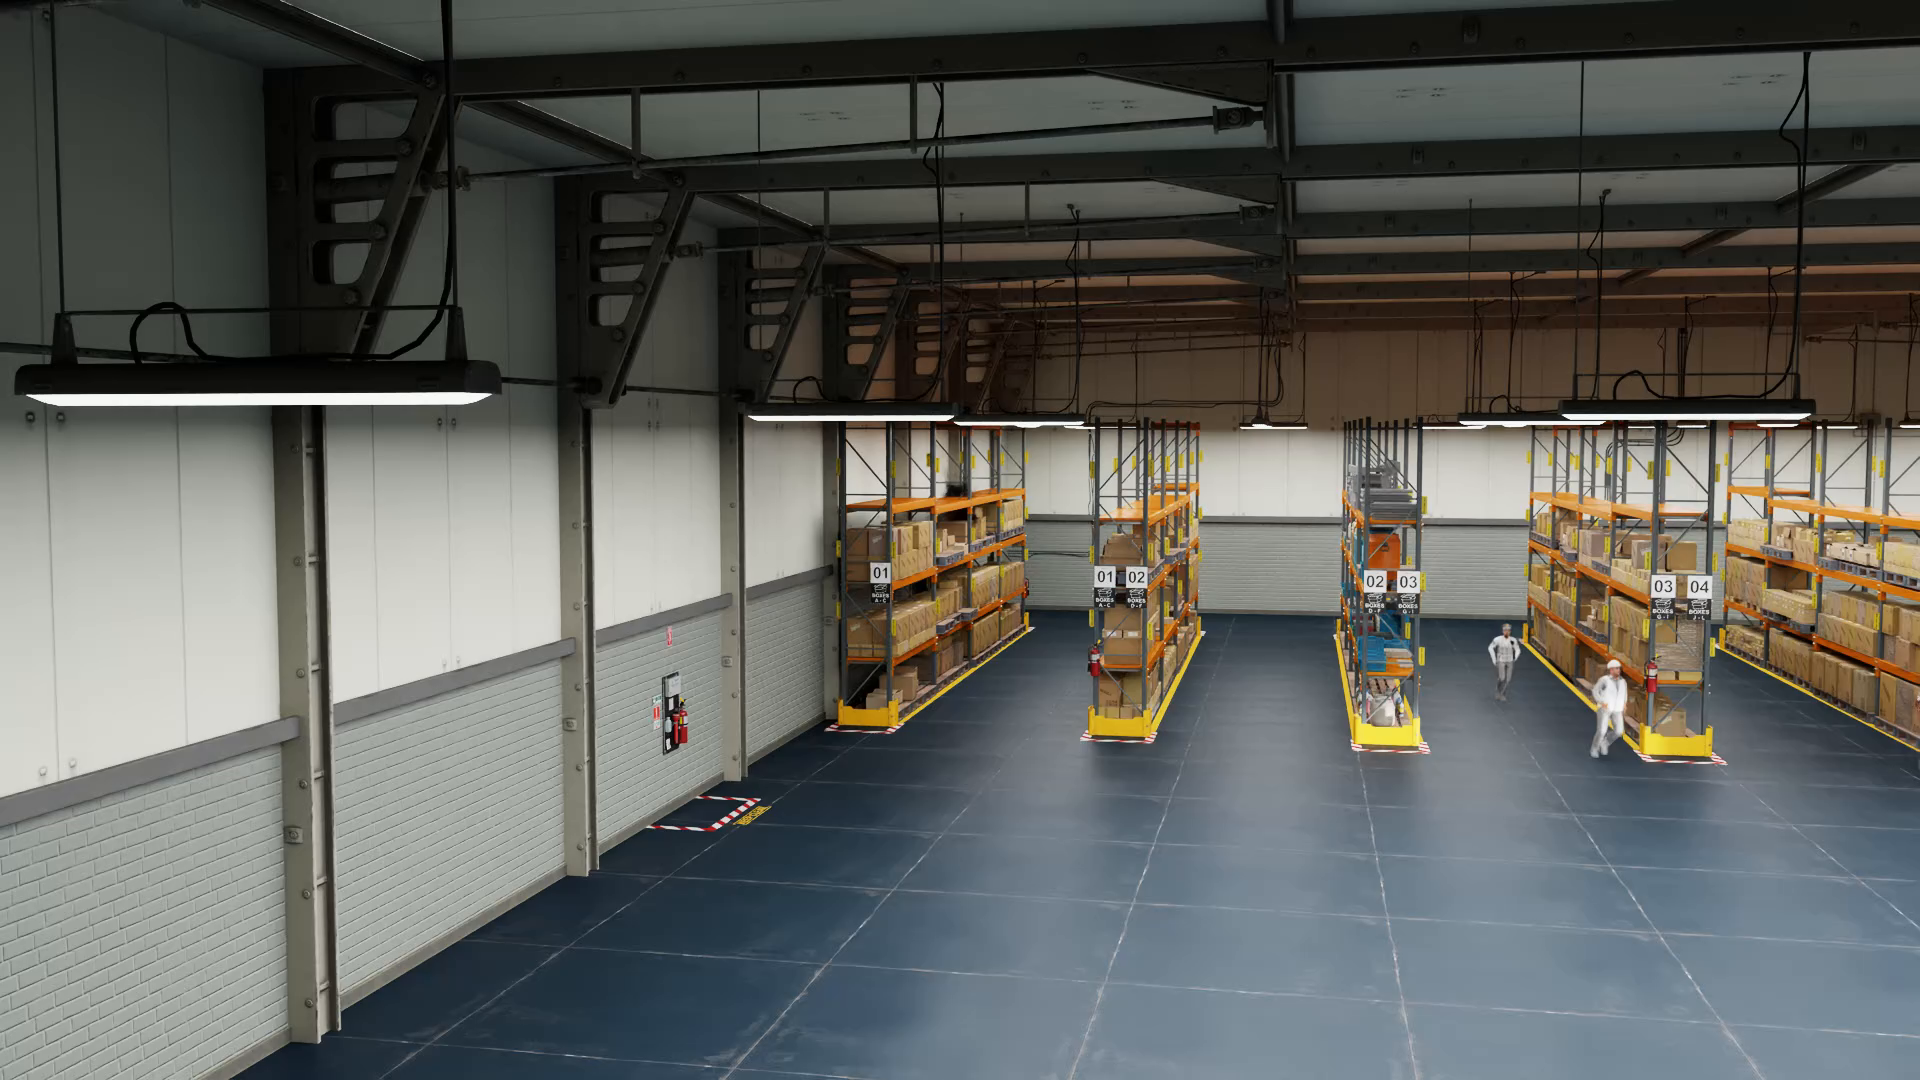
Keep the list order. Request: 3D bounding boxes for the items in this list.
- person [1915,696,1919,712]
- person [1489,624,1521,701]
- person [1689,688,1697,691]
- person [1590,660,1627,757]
[{"bbox_3d":[16.281,3.096,27.676,0.579,1.727,0.792,-1,4,-8],"label":"person"},{"bbox_3d":[11.576,2.600,35.253,0.623,1.662,0.560,0,4,3],"label":"person"},{"bbox_3d":[16.217,2.432,36.851,0.716,1.755,0.872,0,4,5],"label":"person"},{"bbox_3d":[11.461,2.969,29.205,0.713,1.705,0.557,0,4,-5],"label":"person"}]
